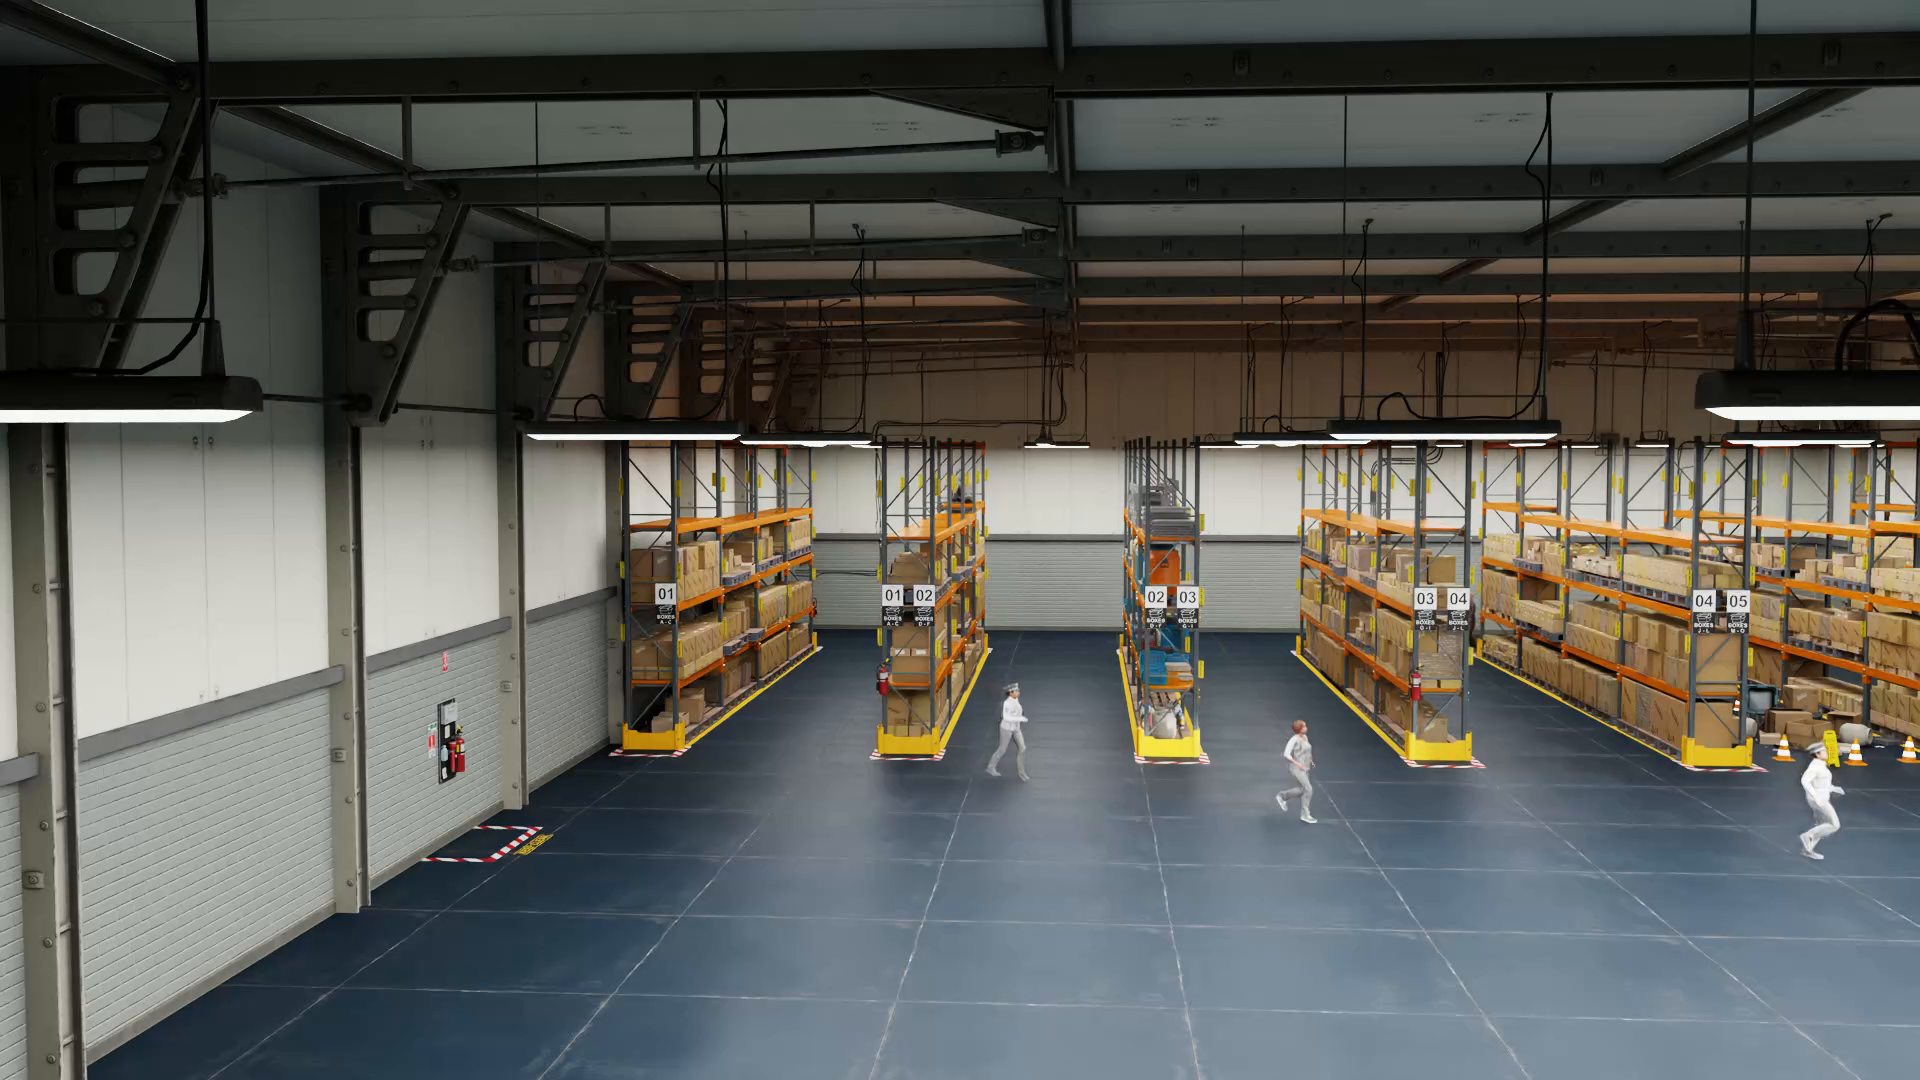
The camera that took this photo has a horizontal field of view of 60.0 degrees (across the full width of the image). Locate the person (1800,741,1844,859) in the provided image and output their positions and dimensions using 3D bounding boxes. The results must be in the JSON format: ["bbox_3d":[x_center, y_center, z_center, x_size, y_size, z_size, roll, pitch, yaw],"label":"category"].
[{"bbox_3d":[12.086,3.646,23.297,0.535,1.659,0.605,2,3,29],"label":"person"}]

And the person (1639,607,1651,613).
[{"bbox_3d":[19.507,2.378,47.364,0.512,1.617,0.633,0,3,6],"label":"person"}]

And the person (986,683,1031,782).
[{"bbox_3d":[0.850,3.337,28.889,0.827,1.732,0.555,2,4,34],"label":"person"}]

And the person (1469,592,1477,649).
[{"bbox_3d":[14.567,2.320,47.574,0.659,1.710,0.766,0,3,-7],"label":"person"}]

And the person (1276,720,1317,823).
[{"bbox_3d":[5.198,3.559,25.738,0.700,1.575,0.552,2,4,35],"label":"person"}]
